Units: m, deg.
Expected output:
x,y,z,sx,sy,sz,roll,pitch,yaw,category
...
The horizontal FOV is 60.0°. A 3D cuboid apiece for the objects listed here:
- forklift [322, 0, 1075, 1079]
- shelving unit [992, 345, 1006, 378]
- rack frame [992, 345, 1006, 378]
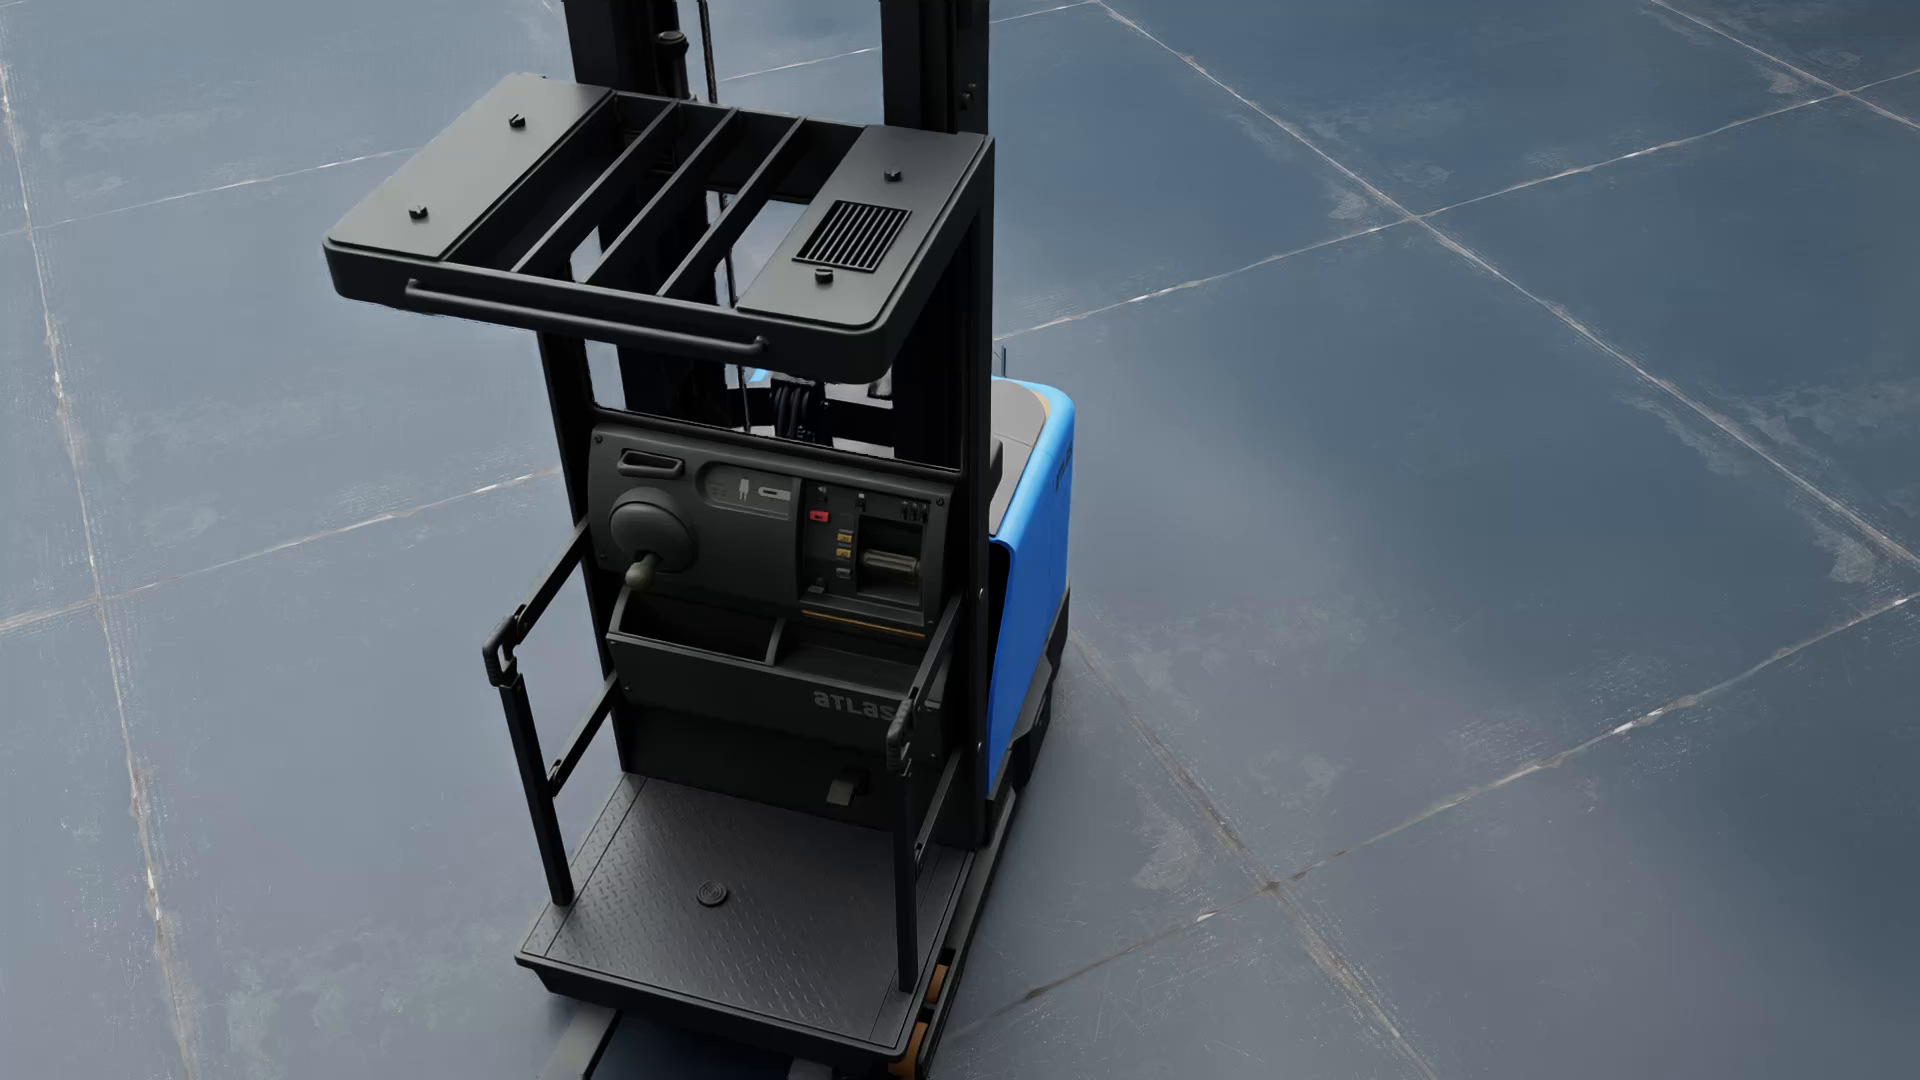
x,y,z,sx,sy,sz,roll,pitch,yaw,category
-0.534,0.057,3.914,1.130,2.935,3.031,11,41,12,forklift
0.007,-0.346,5.962,0.210,0.900,0.258,-19,44,-21,shelving unit
0.097,-0.376,5.998,0.006,0.900,0.240,-19,44,-21,rack frame
